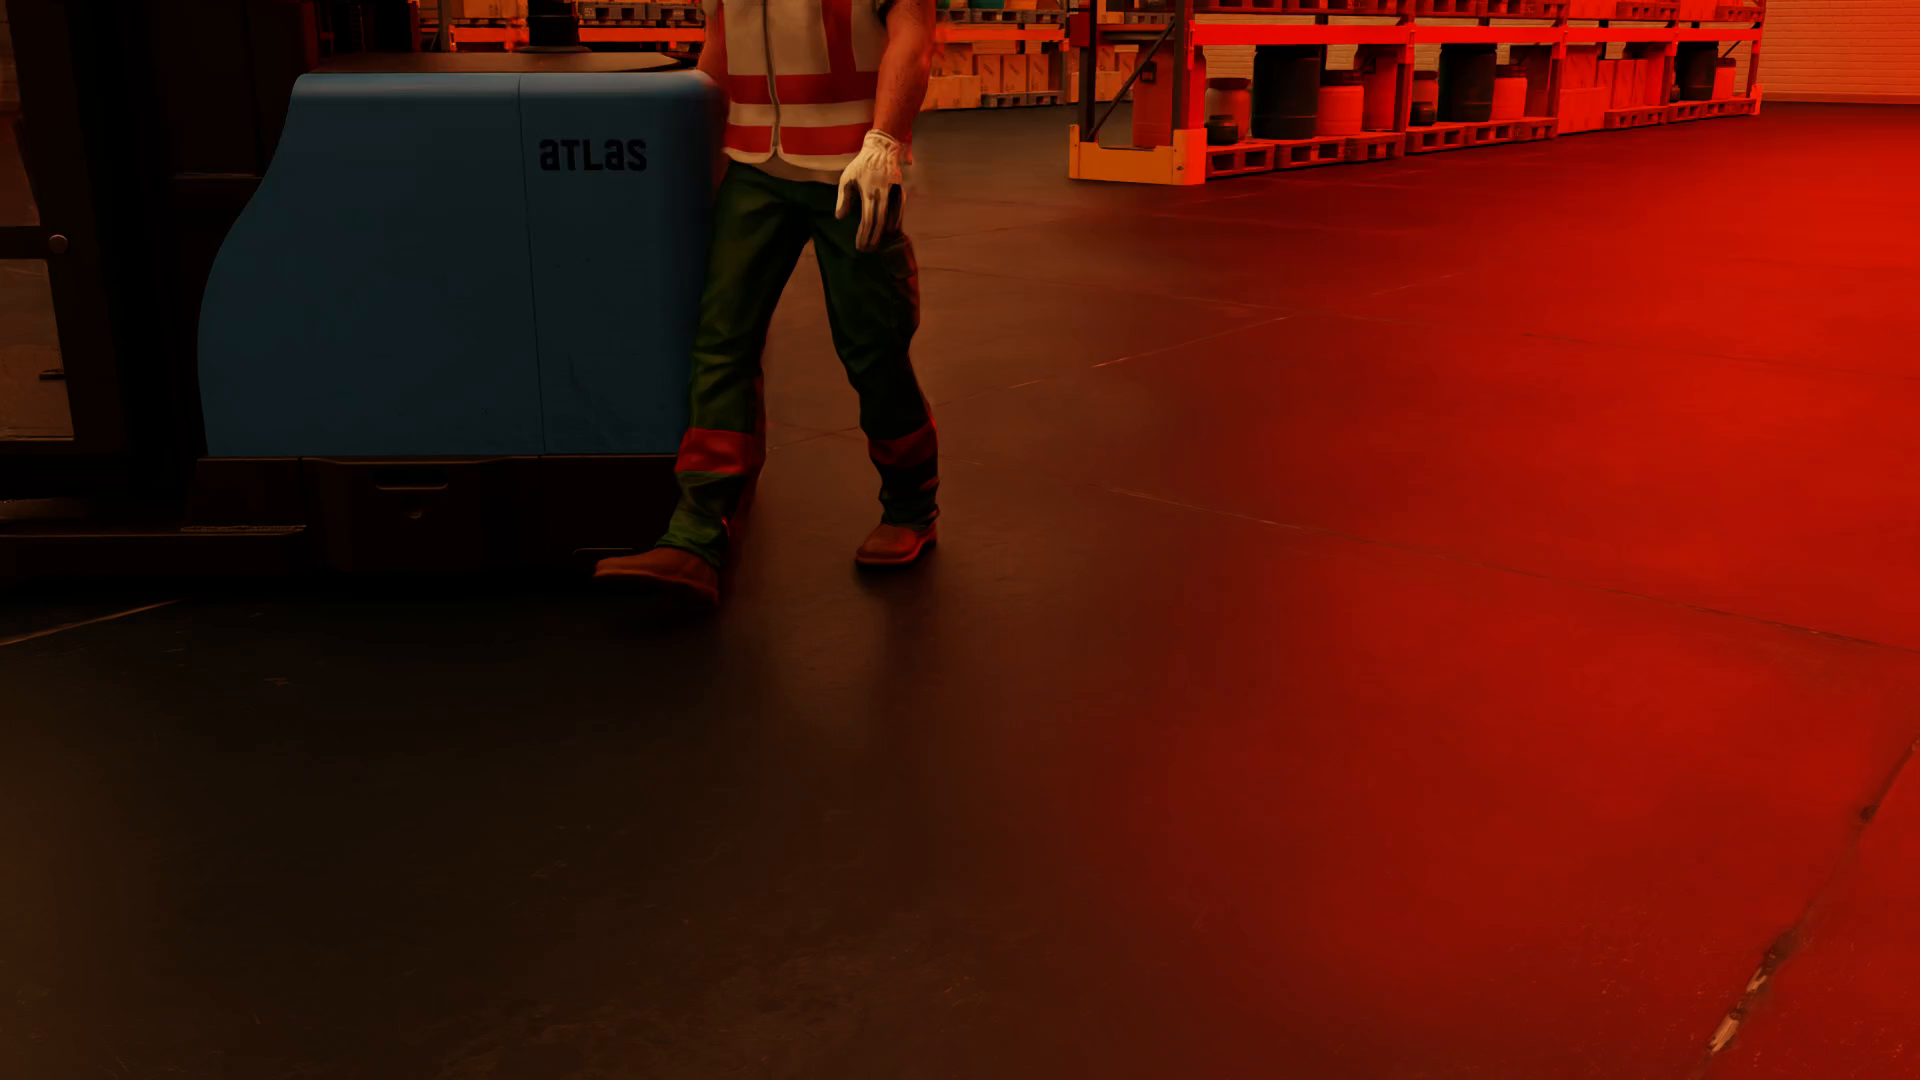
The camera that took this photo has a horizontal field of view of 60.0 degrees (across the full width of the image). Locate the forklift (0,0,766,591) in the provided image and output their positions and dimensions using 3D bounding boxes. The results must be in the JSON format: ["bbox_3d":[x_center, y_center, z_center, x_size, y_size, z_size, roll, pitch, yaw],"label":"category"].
[{"bbox_3d":[-2.019,-1.420,3.575,3.031,2.935,1.130,0,17,-1],"label":"forklift"}]

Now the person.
[{"bbox_3d":[-0.378,-0.729,3.349,0.730,1.734,0.904,8,19,25],"label":"person"}]
